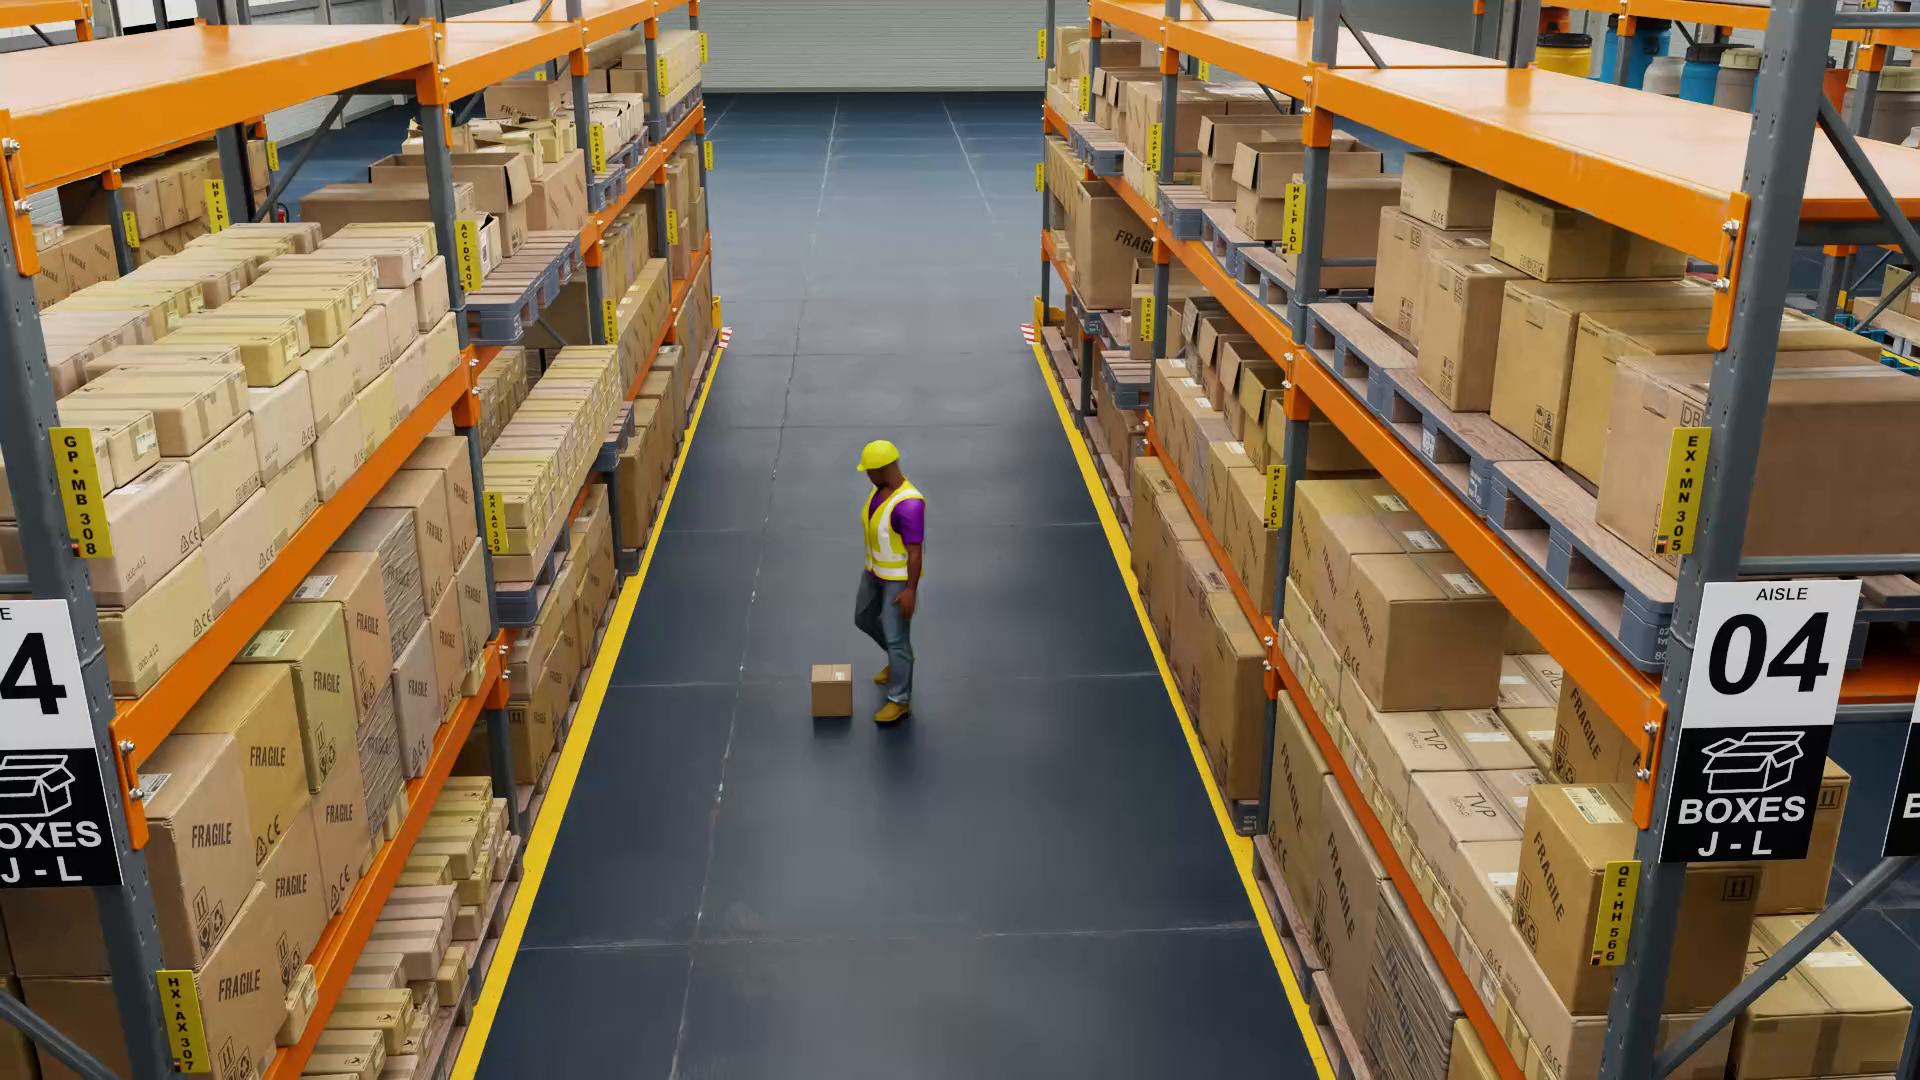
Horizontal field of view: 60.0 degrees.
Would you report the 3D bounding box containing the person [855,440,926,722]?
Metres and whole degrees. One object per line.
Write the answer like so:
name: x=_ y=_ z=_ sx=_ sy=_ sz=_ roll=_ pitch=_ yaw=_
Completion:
person: x=-0.418 y=0.220 z=10.430 sx=0.544 sy=1.765 sz=0.661 roll=-11 pitch=23 yaw=-28
